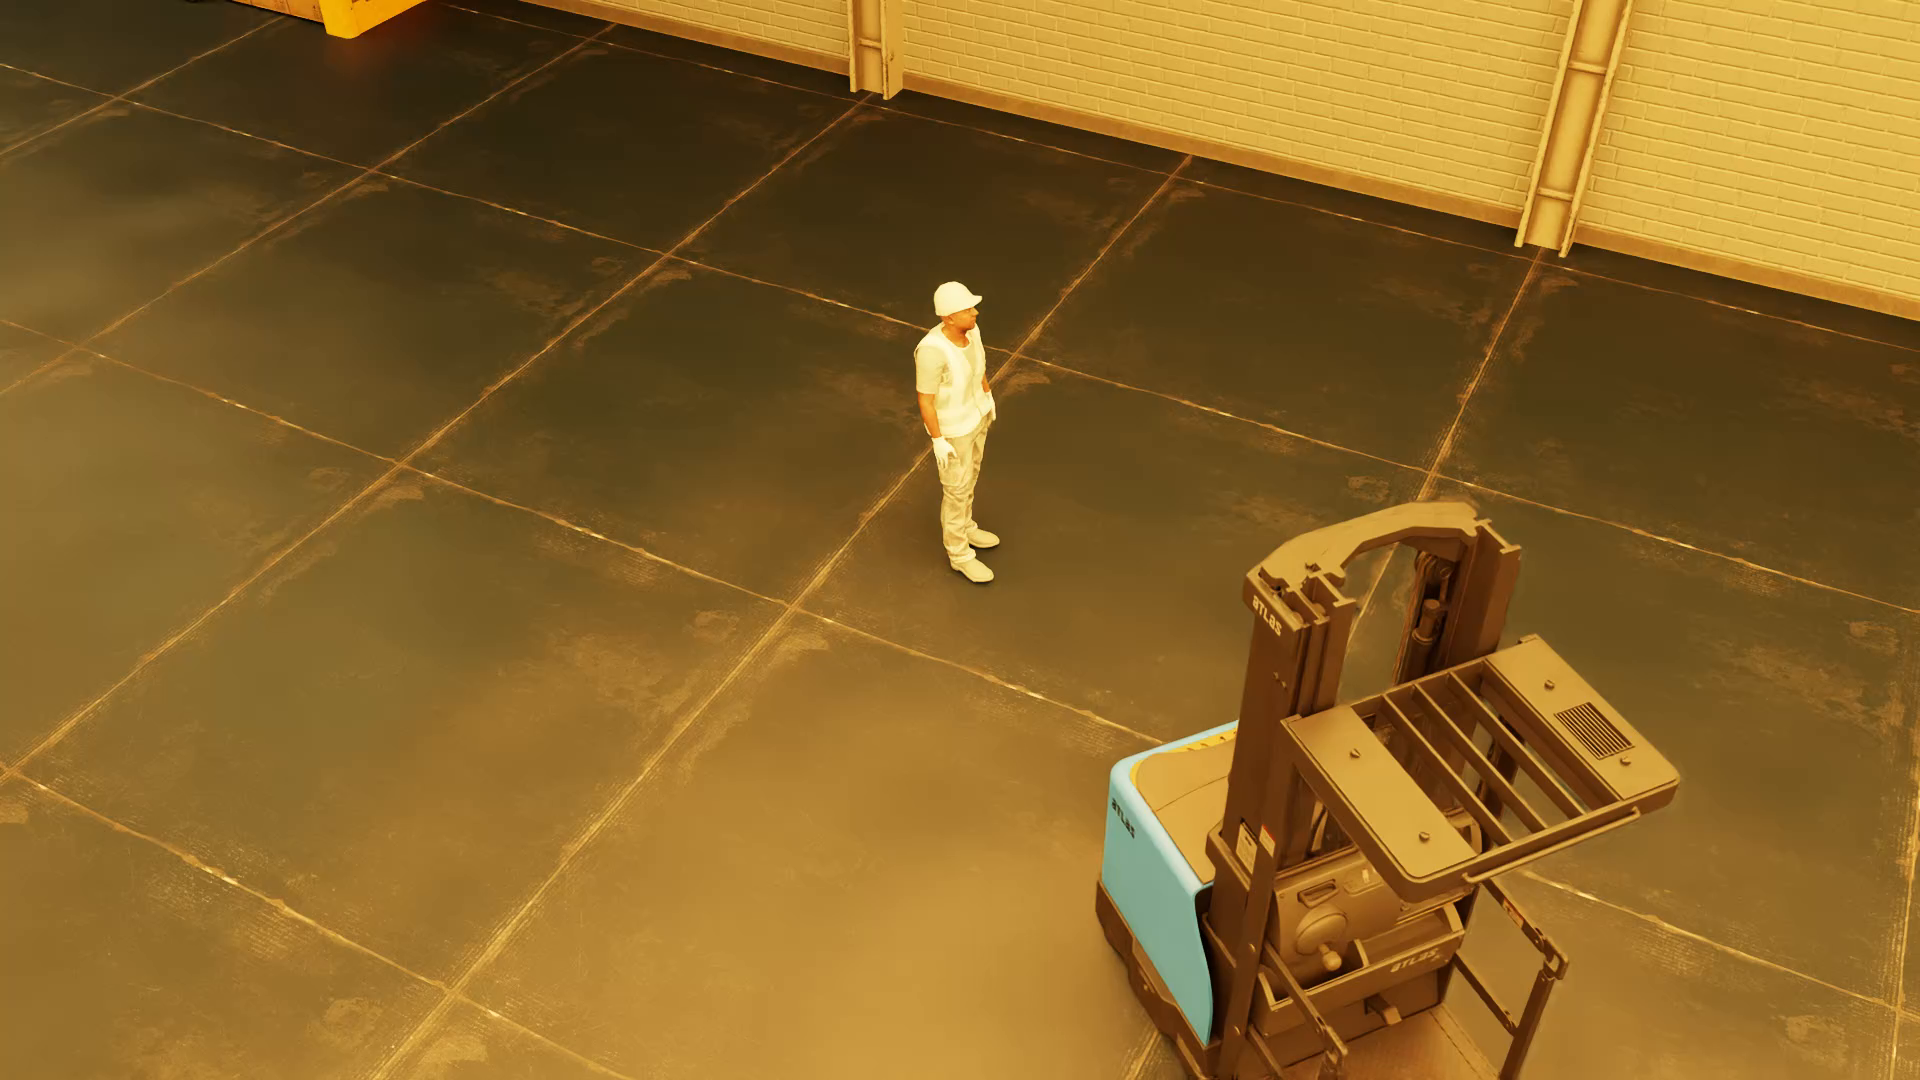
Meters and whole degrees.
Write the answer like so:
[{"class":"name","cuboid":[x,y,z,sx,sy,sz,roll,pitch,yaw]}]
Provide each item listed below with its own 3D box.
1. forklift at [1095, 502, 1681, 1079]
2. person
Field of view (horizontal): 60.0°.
[{"class":"forklift","cuboid":[1.708,1.440,6.277,1.130,2.935,3.031,-16,43,-18]},{"class":"person","cuboid":[0.061,-0.659,9.654,0.575,1.779,0.656,18,43,21]}]
